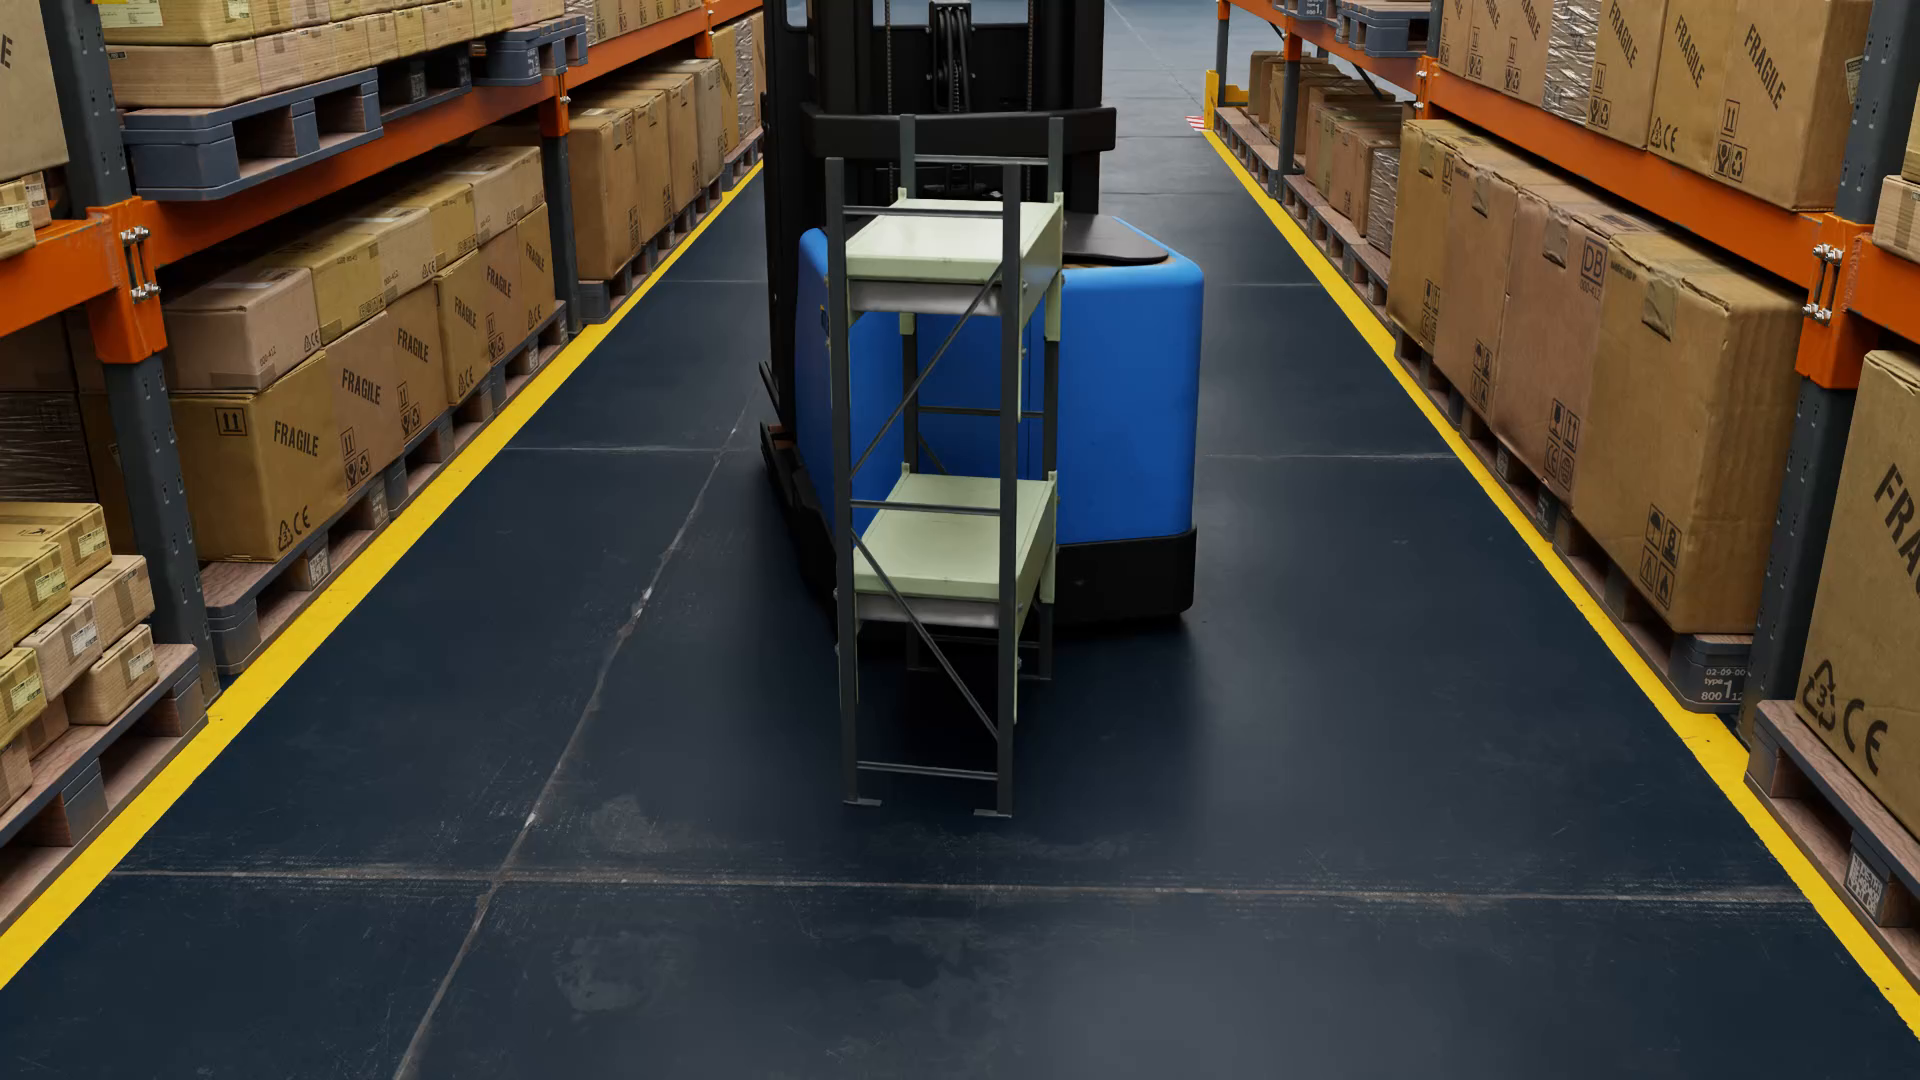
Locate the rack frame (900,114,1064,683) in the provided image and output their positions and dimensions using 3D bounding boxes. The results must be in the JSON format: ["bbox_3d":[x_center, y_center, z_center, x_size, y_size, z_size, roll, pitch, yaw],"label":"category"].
[{"bbox_3d":[0.052,-0.327,4.299,0.400,1.500,0.023,4,22,9],"label":"rack frame"}]

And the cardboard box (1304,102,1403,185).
[{"bbox_3d":[2.679,-2.585,10.892,0.700,0.500,0.500,-1,21,-3],"label":"cardboard box"}]

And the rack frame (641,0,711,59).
[{"bbox_3d":[-2.235,-3.858,11.326,1.000,3.000,0.127,1,21,2],"label":"rack frame"}]

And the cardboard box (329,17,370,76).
[{"bbox_3d":[-1.984,-1.463,4.920,0.380,0.149,0.250,1,21,2],"label":"cardboard box"}]

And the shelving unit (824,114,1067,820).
[{"bbox_3d":[-0.012,-0.197,3.963,0.431,1.500,0.755,4,22,9],"label":"shelving unit"}]

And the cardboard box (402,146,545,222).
[{"bbox_3d":[-2.116,-1.542,7.194,0.500,0.250,0.500,0,21,0],"label":"cardboard box"}]

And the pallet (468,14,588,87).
[{"bbox_3d":[-2.272,-2.064,6.966,1.213,0.211,1.003,1,21,2],"label":"pallet"}]

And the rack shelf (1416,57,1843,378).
[{"bbox_3d":[2.537,-1.262,5.630,1.077,0.370,4.000,1,21,2],"label":"rack shelf"}]

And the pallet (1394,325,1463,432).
[{"bbox_3d":[2.498,-0.737,7.136,1.003,0.211,1.213,1,21,2],"label":"pallet"}]

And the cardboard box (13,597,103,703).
[{"bbox_3d":[-2.166,0.244,3.702,0.380,0.149,0.250,0,21,-1],"label":"cardboard box"}]

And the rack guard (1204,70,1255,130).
[{"bbox_3d":[2.839,-4.021,15.200,1.175,0.500,0.348,1,21,2],"label":"rack guard"}]

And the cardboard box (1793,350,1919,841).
[{"bbox_3d":[2.376,0.158,3.332,0.875,0.875,0.875,1,21,2],"label":"cardboard box"}]

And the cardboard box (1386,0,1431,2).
[{"bbox_3d":[2.491,-2.962,8.297,0.700,0.500,0.500,4,22,10],"label":"cardboard box"}]

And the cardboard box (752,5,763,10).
[{"bbox_3d":[-2.068,-4.264,14.728,0.875,0.875,0.875,1,21,2],"label":"cardboard box"}]

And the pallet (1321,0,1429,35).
[{"bbox_3d":[2.617,-2.948,9.244,1.003,0.211,1.213,1,21,2],"label":"pallet"}]

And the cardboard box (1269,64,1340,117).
[{"bbox_3d":[2.783,-3.576,13.473,0.500,0.500,0.500,3,21,7],"label":"cardboard box"}]

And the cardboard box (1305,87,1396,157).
[{"bbox_3d":[2.771,-2.942,11.839,0.500,0.500,0.500,0,21,0],"label":"cardboard box"}]

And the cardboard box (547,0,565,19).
[{"bbox_3d":[-1.913,-2.307,7.095,0.380,0.149,0.250,1,21,3],"label":"cardboard box"}]

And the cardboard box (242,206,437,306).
[{"bbox_3d":[-2.159,-0.987,5.764,0.500,0.250,0.500,1,21,4],"label":"cardboard box"}]

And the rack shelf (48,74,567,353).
[{"bbox_3d":[-2.418,-1.354,5.865,1.077,0.370,4.000,1,21,2],"label":"rack shelf"}]

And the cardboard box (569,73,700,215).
[{"bbox_3d":[-2.198,-2.431,10.177,1.050,0.750,0.750,1,21,2],"label":"cardboard box"}]

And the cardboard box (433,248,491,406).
[{"bbox_3d":[-2.135,-0.823,6.377,0.500,0.500,0.500,0,21,-1],"label":"cardboard box"}]

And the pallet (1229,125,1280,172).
[{"bbox_3d":[2.739,-3.153,13.362,1.003,0.211,1.213,1,21,2],"label":"pallet"}]

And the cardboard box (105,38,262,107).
[{"bbox_3d":[-2.007,-1.182,4.195,0.380,0.149,0.250,0,21,-1],"label":"cardboard box"}]

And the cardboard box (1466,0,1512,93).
[{"bbox_3d":[2.297,-2.008,6.420,0.500,0.500,0.500,0,21,0],"label":"cardboard box"}]

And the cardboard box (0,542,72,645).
[{"bbox_3d":[-2.198,0.115,3.625,0.380,0.149,0.250,1,21,2],"label":"cardboard box"}]

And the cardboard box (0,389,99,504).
[{"bbox_3d":[-2.708,-0.267,4.944,0.500,0.500,0.500,0,21,1],"label":"cardboard box"}]

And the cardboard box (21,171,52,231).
[{"bbox_3d":[-2.253,-0.743,3.644,0.380,0.149,0.250,0,21,1],"label":"cardboard box"}]

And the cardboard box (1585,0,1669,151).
[{"bbox_3d":[2.248,-1.461,5.010,0.500,0.500,0.500,0,21,1],"label":"cardboard box"}]

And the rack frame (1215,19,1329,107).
[{"bbox_3d":[2.841,-5.213,14.819,1.000,3.000,0.127,1,21,2],"label":"rack frame"}]

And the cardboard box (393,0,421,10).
[{"bbox_3d":[-1.972,-1.795,5.364,0.380,0.149,0.250,0,21,1],"label":"cardboard box"}]

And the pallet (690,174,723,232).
[{"bbox_3d":[-2.184,-2.278,11.109,1.003,0.211,1.213,1,21,2],"label":"pallet"}]

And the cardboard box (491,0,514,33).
[{"bbox_3d":[-1.941,-2.034,6.392,0.380,0.149,0.250,0,21,1],"label":"cardboard box"}]

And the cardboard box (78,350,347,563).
[{"bbox_3d":[-2.191,-0.260,4.929,0.500,0.500,0.500,1,21,4],"label":"cardboard box"}]

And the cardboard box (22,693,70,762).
[{"bbox_3d":[-2.242,0.406,3.696,0.380,0.149,0.250,1,21,3],"label":"cardboard box"}]

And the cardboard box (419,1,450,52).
[{"bbox_3d":[-1.962,-1.745,5.646,0.380,0.149,0.250,0,21,-1],"label":"cardboard box"}]

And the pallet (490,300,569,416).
[{"bbox_3d":[-2.382,-0.830,7.375,1.003,0.211,1.213,1,21,2],"label":"pallet"}]

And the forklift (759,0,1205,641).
[{"bbox_3d":[-0.131,-1.587,5.566,1.130,2.935,3.031,-4,22,-11],"label":"forklift"}]

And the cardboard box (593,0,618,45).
[{"bbox_3d":[-2.061,-2.802,8.465,0.500,0.500,0.500,0,21,1],"label":"cardboard box"}]

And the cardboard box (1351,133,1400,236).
[{"bbox_3d":[2.612,-2.009,9.407,0.700,0.500,0.500,2,21,6],"label":"cardboard box"}]

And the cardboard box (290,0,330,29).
[{"bbox_3d":[-1.994,-1.508,4.623,0.380,0.149,0.250,1,21,3],"label":"cardboard box"}]

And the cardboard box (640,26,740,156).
[{"bbox_3d":[-2.146,-3.290,12.219,0.875,0.875,0.875,1,21,2],"label":"cardboard box"}]

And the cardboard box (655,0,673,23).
[{"bbox_3d":[-2.015,-3.348,9.872,0.500,0.500,0.500,1,21,2],"label":"cardboard box"}]

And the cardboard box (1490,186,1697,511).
[{"bbox_3d":[2.502,-0.635,5.374,1.225,0.875,0.875,0,21,0],"label":"cardboard box"}]

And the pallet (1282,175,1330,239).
[{"bbox_3d":[2.697,-2.186,10.870,1.003,0.211,1.213,1,21,2],"label":"pallet"}]

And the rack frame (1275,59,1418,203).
[{"bbox_3d":[2.719,-3.767,11.091,1.000,3.000,0.127,1,21,2],"label":"rack frame"}]

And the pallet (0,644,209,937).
[{"bbox_3d":[-2.464,0.577,3.749,1.003,0.211,1.213,1,21,2],"label":"pallet"}]
